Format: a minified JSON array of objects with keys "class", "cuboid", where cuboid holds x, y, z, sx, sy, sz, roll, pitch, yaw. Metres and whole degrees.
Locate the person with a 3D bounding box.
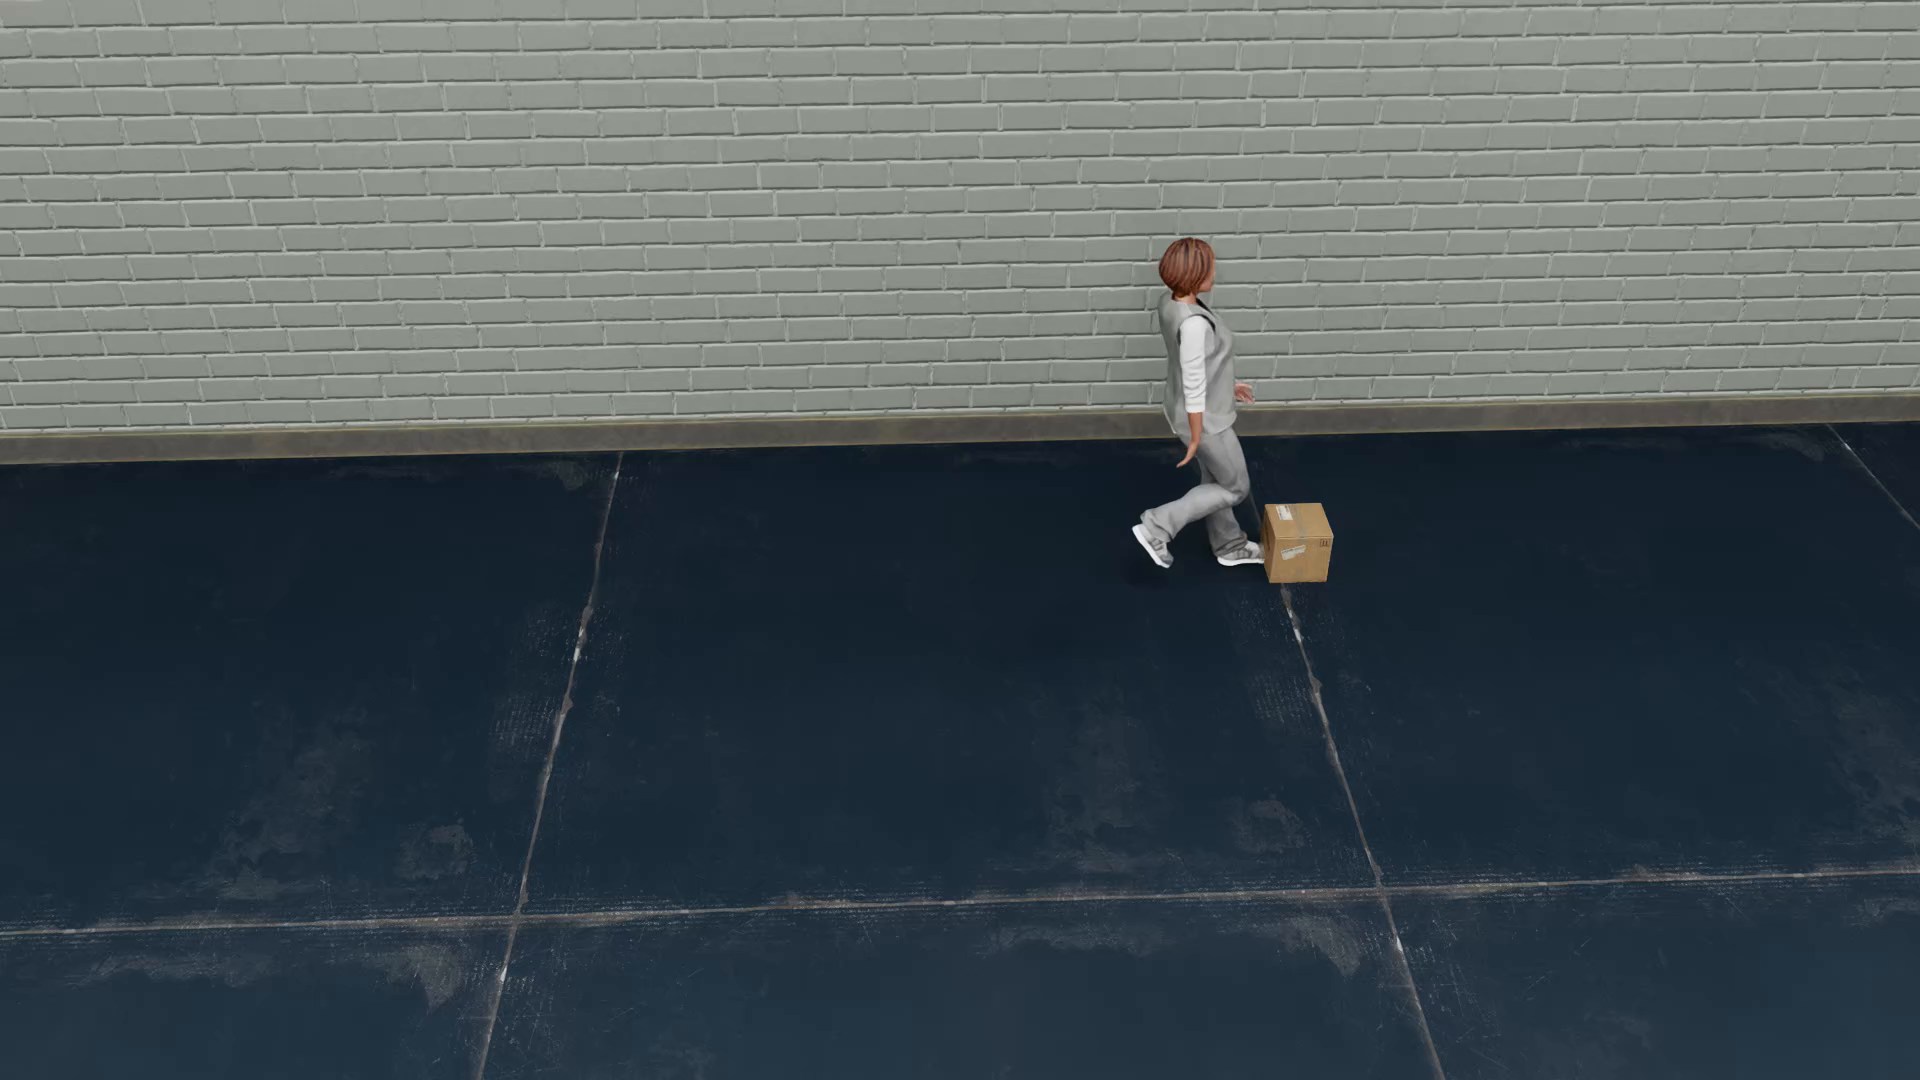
[{"class":"person","cuboid":[1.070,-0.514,6.882,0.682,1.557,0.458,-5,36,-6]}]
